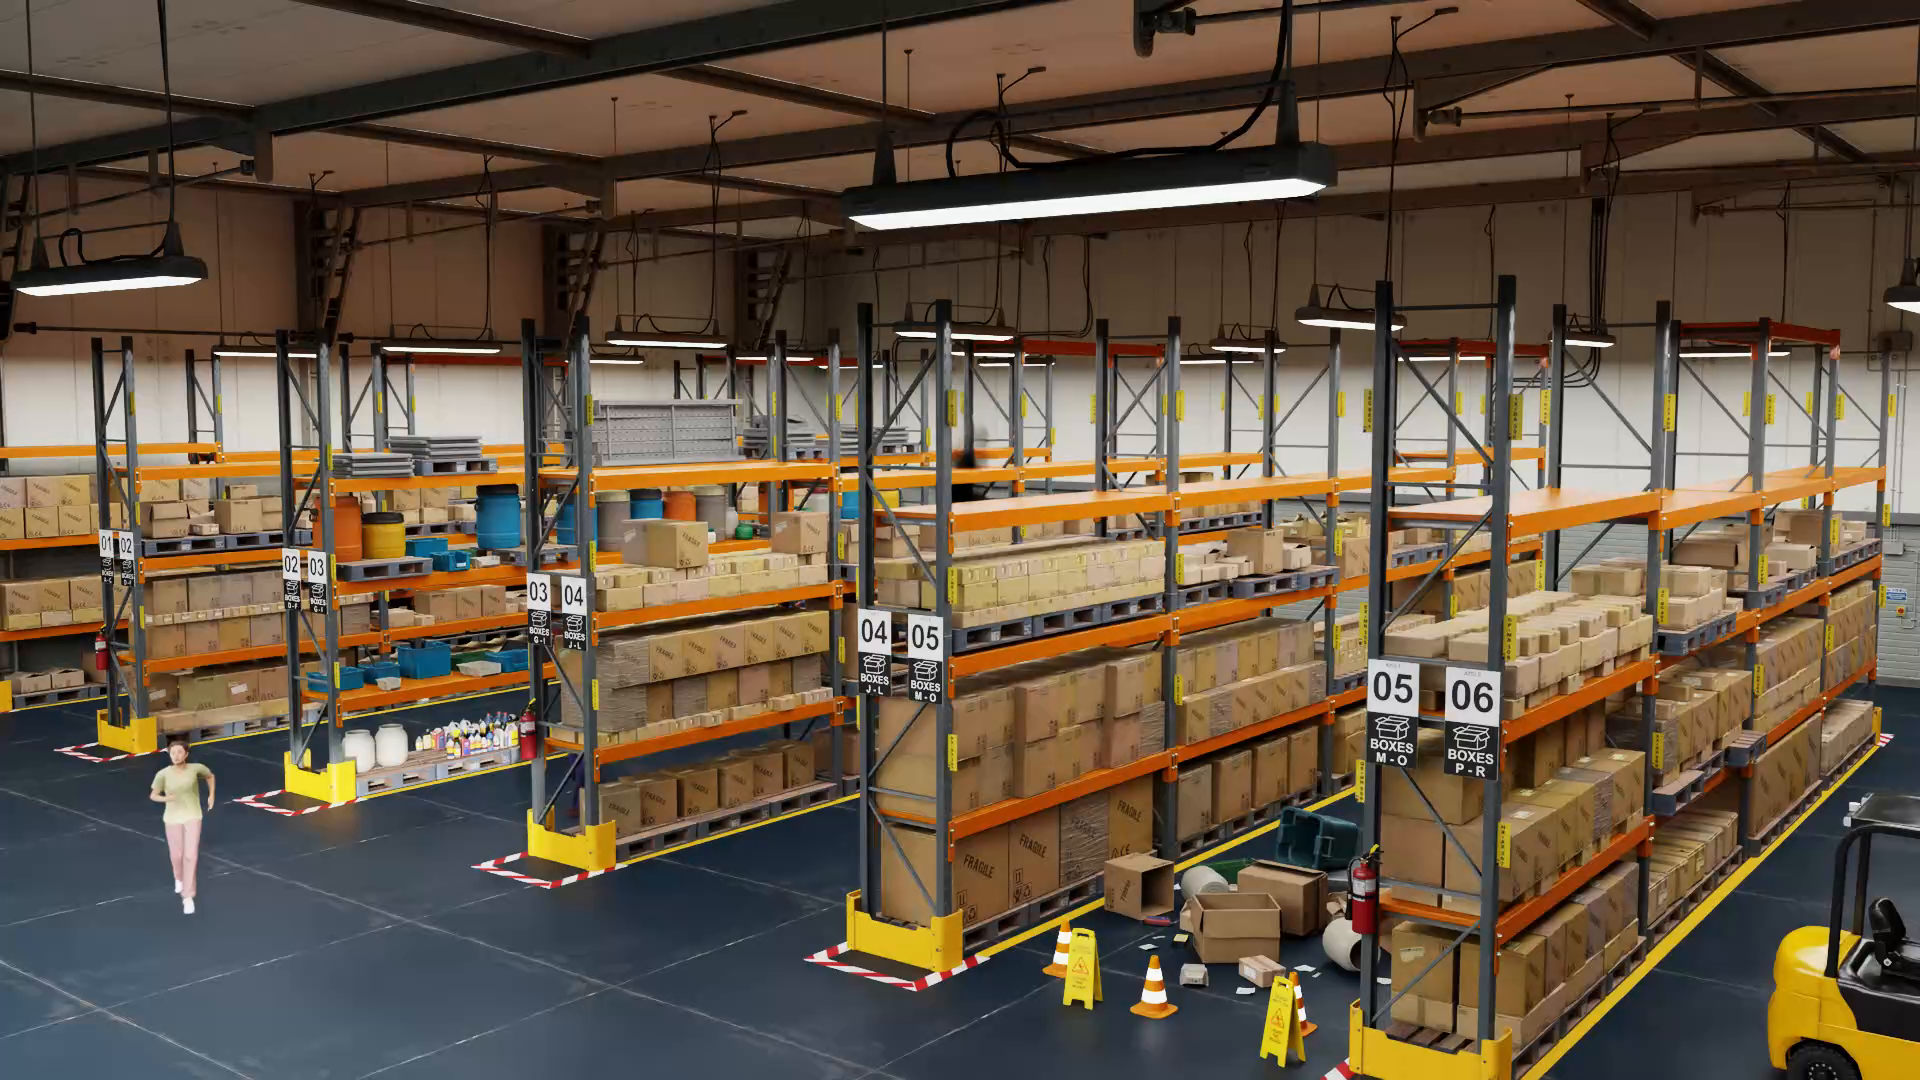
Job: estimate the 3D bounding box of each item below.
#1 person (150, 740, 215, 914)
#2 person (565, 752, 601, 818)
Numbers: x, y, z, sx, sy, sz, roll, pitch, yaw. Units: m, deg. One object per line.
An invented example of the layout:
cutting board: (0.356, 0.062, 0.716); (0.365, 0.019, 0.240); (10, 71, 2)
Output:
person: (-7.871, 2.849, 16.830); (0.580, 1.640, 1.027); (-2, 5, -19)
person: (-4.674, 2.559, 20.676); (0.607, 1.639, 0.849); (2, 5, 21)
